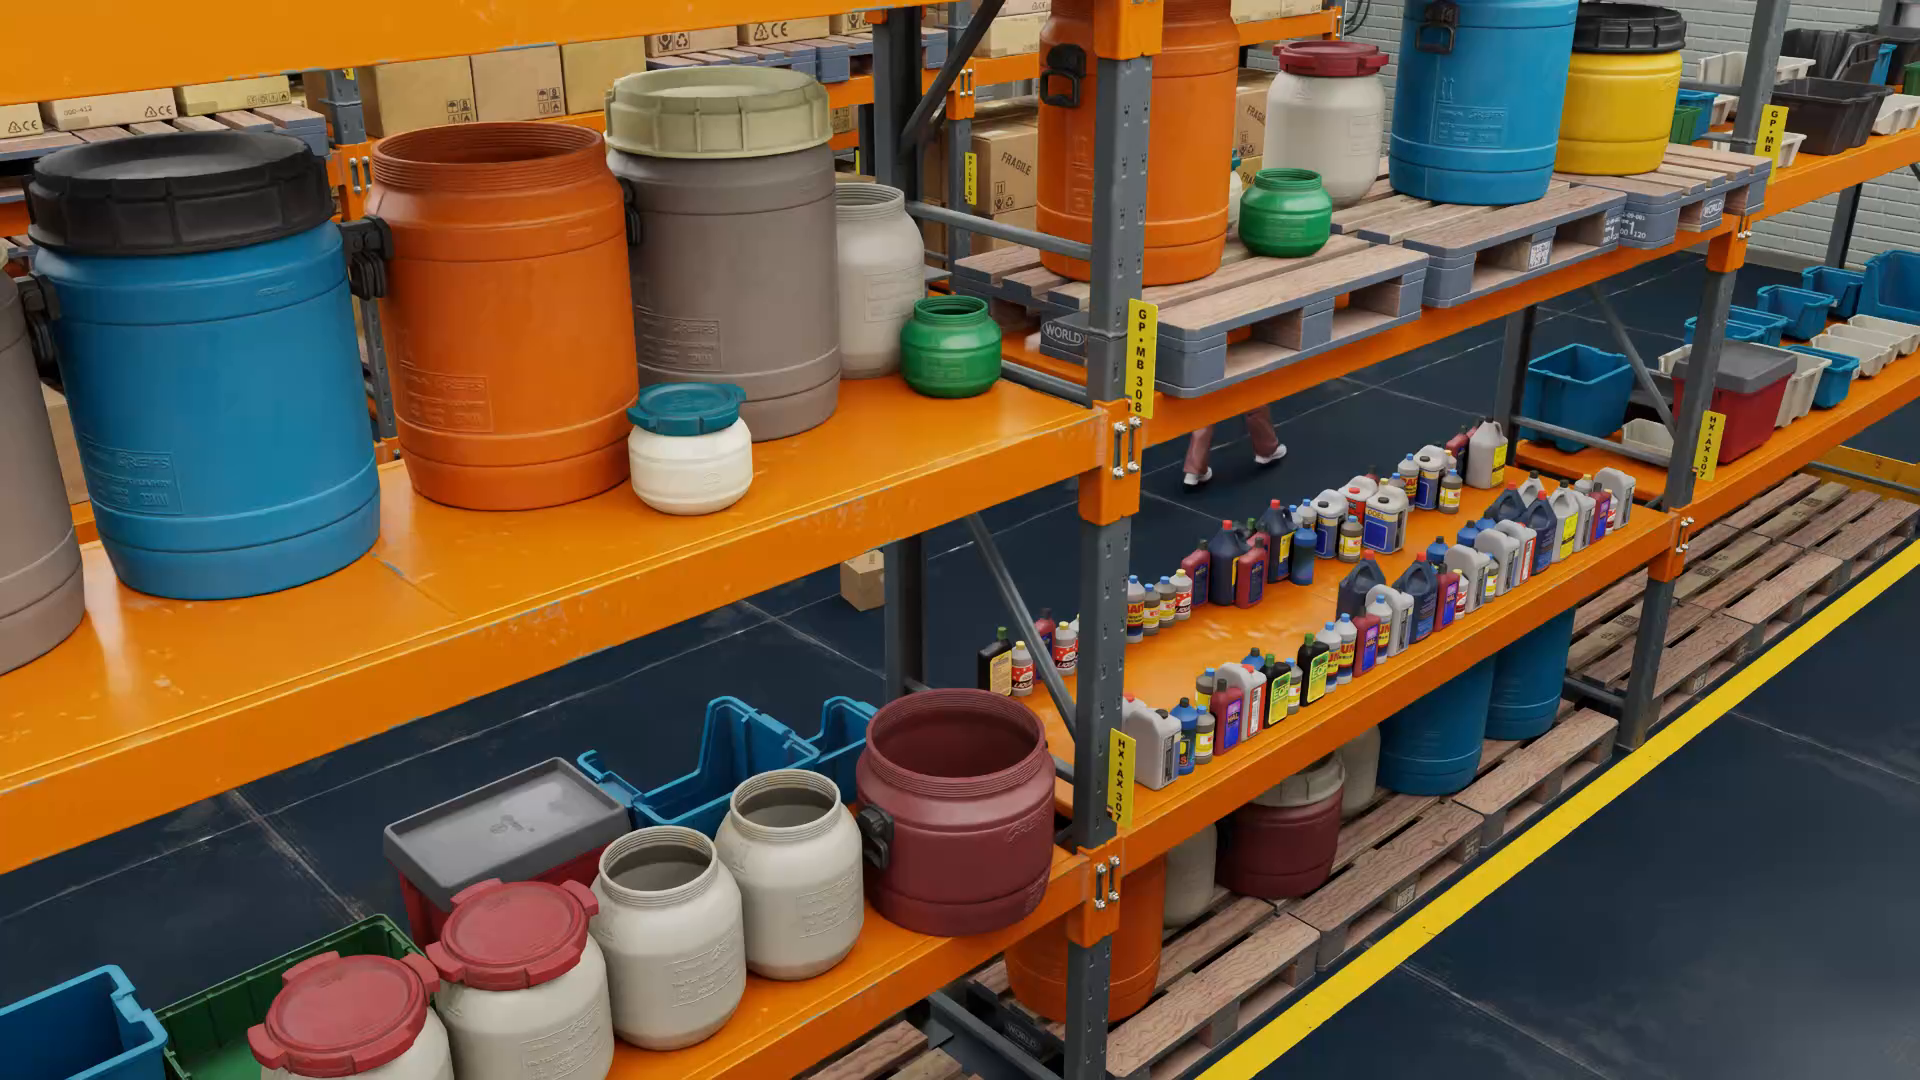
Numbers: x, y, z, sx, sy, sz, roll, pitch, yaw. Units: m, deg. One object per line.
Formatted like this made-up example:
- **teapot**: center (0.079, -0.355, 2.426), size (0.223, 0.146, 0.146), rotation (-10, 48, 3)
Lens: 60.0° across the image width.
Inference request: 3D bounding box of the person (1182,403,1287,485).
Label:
- **person**: center (1.886, -1.234, 11.294), size (0.453, 1.611, 1.005), rotation (21, 32, 39)
